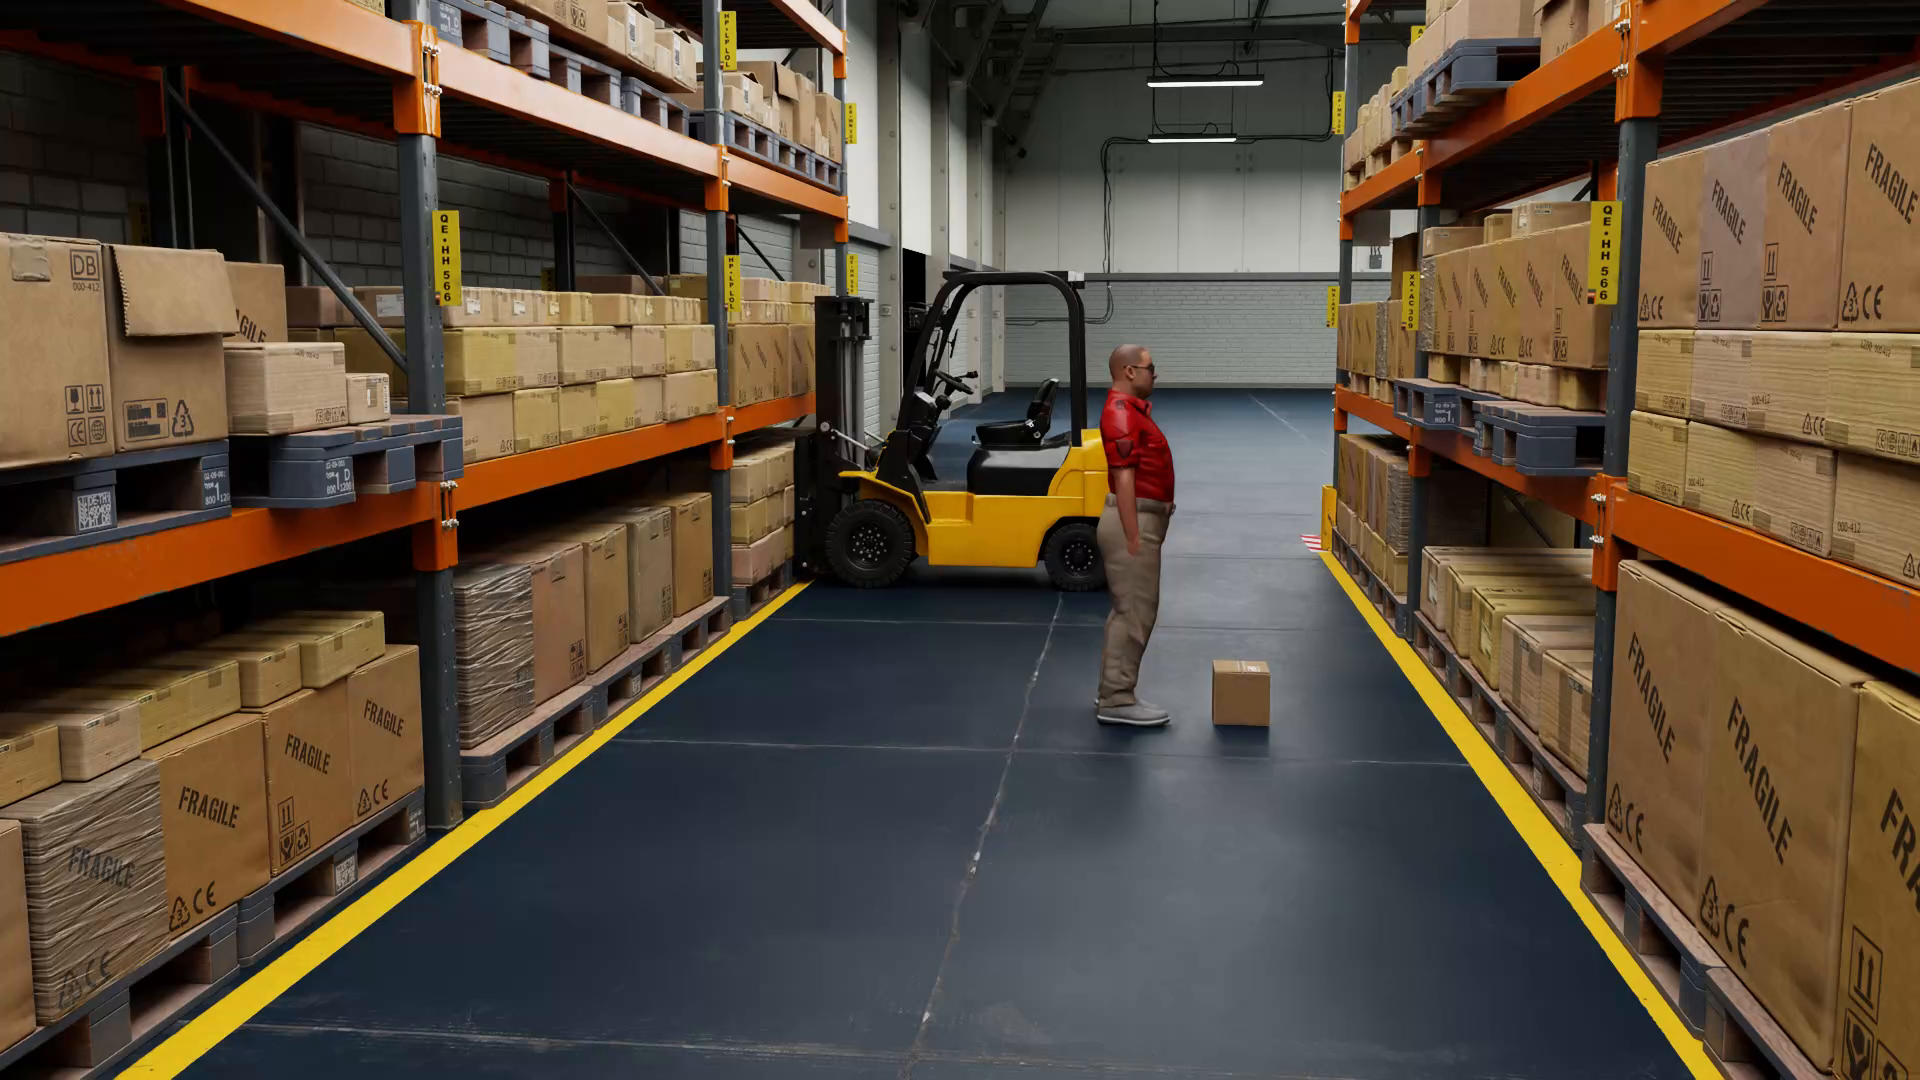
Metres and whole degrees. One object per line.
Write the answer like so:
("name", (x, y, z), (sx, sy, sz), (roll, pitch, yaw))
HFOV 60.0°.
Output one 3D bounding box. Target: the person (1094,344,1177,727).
("person", (0.806, -0.017, 7.633), (0.372, 1.755, 0.527), (1, 8, 8))
